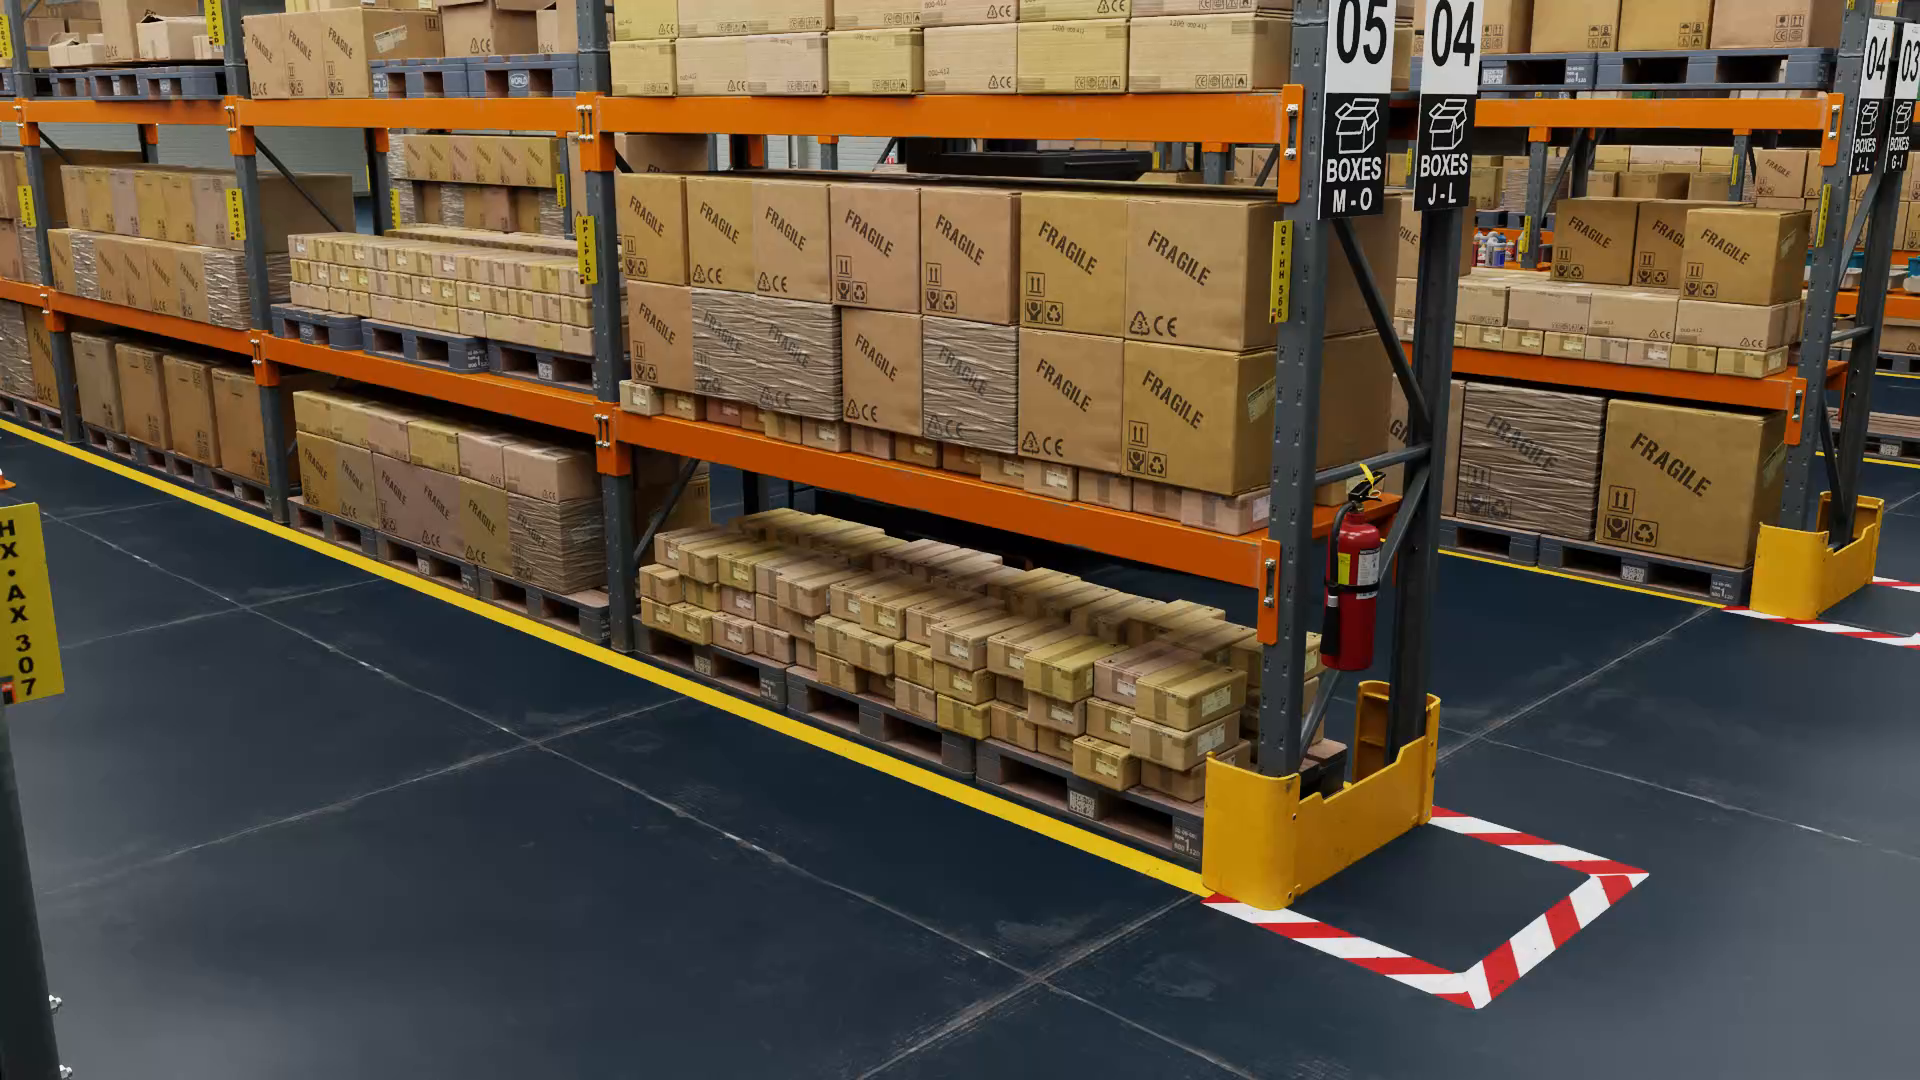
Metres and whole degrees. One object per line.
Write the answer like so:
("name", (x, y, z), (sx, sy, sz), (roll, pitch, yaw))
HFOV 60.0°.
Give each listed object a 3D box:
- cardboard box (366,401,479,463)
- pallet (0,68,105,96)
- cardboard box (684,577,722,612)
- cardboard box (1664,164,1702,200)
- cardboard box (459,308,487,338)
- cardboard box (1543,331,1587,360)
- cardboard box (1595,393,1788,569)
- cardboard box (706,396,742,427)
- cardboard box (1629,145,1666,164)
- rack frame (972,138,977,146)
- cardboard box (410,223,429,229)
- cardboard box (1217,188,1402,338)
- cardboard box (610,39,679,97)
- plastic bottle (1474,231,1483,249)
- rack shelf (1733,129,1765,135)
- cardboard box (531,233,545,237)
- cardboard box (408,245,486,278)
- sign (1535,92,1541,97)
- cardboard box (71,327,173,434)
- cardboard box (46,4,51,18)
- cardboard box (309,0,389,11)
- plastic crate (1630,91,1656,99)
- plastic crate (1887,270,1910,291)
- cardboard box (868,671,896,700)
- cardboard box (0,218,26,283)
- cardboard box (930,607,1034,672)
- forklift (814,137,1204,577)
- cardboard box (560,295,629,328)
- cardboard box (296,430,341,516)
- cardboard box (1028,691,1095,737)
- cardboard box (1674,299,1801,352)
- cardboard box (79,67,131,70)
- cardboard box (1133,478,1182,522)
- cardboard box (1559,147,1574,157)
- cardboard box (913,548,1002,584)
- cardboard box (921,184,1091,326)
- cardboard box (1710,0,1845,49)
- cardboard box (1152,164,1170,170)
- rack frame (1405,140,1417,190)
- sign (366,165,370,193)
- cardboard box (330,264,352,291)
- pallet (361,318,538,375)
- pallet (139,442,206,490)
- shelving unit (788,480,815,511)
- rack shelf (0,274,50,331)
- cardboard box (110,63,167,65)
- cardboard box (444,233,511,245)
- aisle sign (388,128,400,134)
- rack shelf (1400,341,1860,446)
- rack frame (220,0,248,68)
("cardboard box", (-3.276, -0.668, 10.184), (0.500, 0.250, 0.500), (14, 20, 43))
("pallet", (-7.778, -3.907, 14.206), (1.213, 0.211, 1.003), (14, 20, 42))
("cardboard box", (-1.154, 0.228, 8.338), (0.250, 0.149, 0.380), (14, 20, 43))
("cardboard box", (10.412, -5.124, 23.819), (0.500, 0.500, 0.500), (14, 20, 42))
("cardboard box", (-2.611, -1.250, 9.445), (0.250, 0.149, 0.380), (13, 19, 40))
("cardboard box", (3.737, -1.196, 10.070), (0.250, 0.149, 0.380), (13, 20, 41))
("cardboard box", (4.441, -0.409, 9.933), (0.875, 0.875, 0.875), (14, 20, 42))
("cardboard box", (-0.995, -0.654, 7.992), (0.250, 0.149, 0.380), (13, 19, 40))
("cardboard box", (10.048, -5.578, 24.076), (0.500, 0.250, 0.500), (13, 20, 41))
("rack frame", (0.321, -5.734, 26.991), (0.053, 2.616, 0.949), (14, 20, 42))
("cardboard box", (-6.184, -3.628, 19.405), (0.250, 0.149, 0.380), (14, 20, 42))
("cardboard box", (1.303, -1.057, 6.267), (0.500, 0.500, 0.500), (14, 20, 42))
("cardboard box", (-1.287, -2.204, 7.789), (0.500, 0.250, 0.500), (-13, 20, -41))
("plastic bottle", (5.119, -2.912, 16.416), (0.097, 0.271, 0.097), (0, 15, 0))
("rack shelf", (7.517, -5.087, 19.984), (4.000, 0.370, 1.077), (14, 20, 42))
("cardboard box", (-4.351, -3.199, 17.759), (0.250, 0.149, 0.380), (14, 20, 42))
("cardboard box", (-2.994, -1.633, 9.736), (0.250, 0.149, 0.380), (13, 20, 41))
("sign", (5.133, -4.092, 14.719), (0.005, 0.325, 0.100), (14, 20, 42))
("cardboard box", (-6.687, -1.376, 13.893), (0.750, 0.750, 1.050), (14, 20, 42))
("cardboard box", (-7.772, -4.580, 14.496), (0.250, 0.149, 0.380), (13, 20, 41))
("cardboard box", (-3.635, -3.275, 9.888), (0.258, 0.266, 0.396), (14, 20, 42))
("plastic crate", (6.031, -4.065, 15.055), (0.662, 0.188, 0.450), (14, 20, 42))
("plastic crate", (7.484, -2.100, 13.446), (0.243, 0.136, 0.396), (14, 20, 42))
("cardboard box", (-0.194, 0.597, 7.515), (0.380, 0.149, 0.250), (-14, 20, -43))
("cardboard box", (-7.882, -2.581, 14.591), (0.550, 0.550, 0.875), (14, 20, 42))
("cardboard box", (0.095, 0.418, 7.021), (0.380, 0.149, 0.250), (-14, 20, -42))
("forklift", (0.475, -1.283, 10.170), (3.031, 2.867, 1.129), (12, 19, 39))
("cardboard box", (-1.861, -1.213, 8.714), (0.380, 0.149, 0.250), (-14, 20, -42))
("cardboard box", (-3.985, -0.477, 10.939), (0.500, 0.500, 0.500), (13, 19, 40))
("cardboard box", (0.489, 0.648, 6.729), (0.250, 0.149, 0.380), (13, 19, 40))
("cardboard box", (4.425, -1.244, 9.466), (0.500, 0.250, 0.500), (13, 20, 41))
("cardboard box", (-7.222, -4.061, 14.086), (0.250, 0.149, 0.380), (13, 20, 41))
("cardboard box", (0.858, -0.188, 6.203), (0.250, 0.149, 0.380), (14, 20, 42))
("cardboard box", (9.244, -5.864, 25.130), (0.250, 0.149, 0.380), (11, 18, 35))
("cardboard box", (-0.011, 0.165, 7.992), (0.250, 0.149, 0.380), (13, 19, 40))
("cardboard box", (0.195, -1.143, 6.597), (0.500, 0.500, 0.500), (-13, 20, -41))
("cardboard box", (4.546, -2.969, 9.199), (0.500, 0.500, 0.700), (12, 19, 39))
("cardboard box", (2.853, -5.405, 24.241), (0.250, 0.149, 0.380), (14, 20, 42))
("rack frame", (6.077, -4.334, 21.615), (0.127, 3.000, 1.000), (14, 20, 42))
("sign", (-6.937, -4.257, 19.603), (0.005, 0.325, 0.100), (14, 20, 42))
("cardboard box", (-3.717, -1.665, 10.449), (0.250, 0.149, 0.380), (13, 19, 41))
("pallet", (-2.863, -1.222, 10.053), (1.213, 0.211, 1.003), (14, 20, 42))
("pallet", (-5.706, -0.669, 13.083), (1.213, 0.211, 1.003), (14, 20, 42))
("shelving unit", (-0.879, -1.204, 11.387), (0.503, 2.100, 0.431), (12, 19, 39))
("rack shelf", (-8.636, -2.356, 15.450), (4.000, 0.370, 1.077), (14, 20, 42))
("cardboard box", (-5.996, -3.626, 12.185), (0.258, 0.266, 0.396), (14, 20, 42))
("cardboard box", (-3.083, -1.884, 10.701), (0.380, 0.149, 0.250), (-14, 20, -43))
("aisle sign", (-6.813, -5.151, 19.595), (0.004, 0.787, 0.394), (14, 20, 42))
("rack shelf", (3.518, -1.138, 10.778), (4.000, 0.370, 1.077), (14, 20, 42))
("rack frame", (-4.317, -4.557, 10.573), (0.127, 3.000, 1.000), (14, 20, 42))
